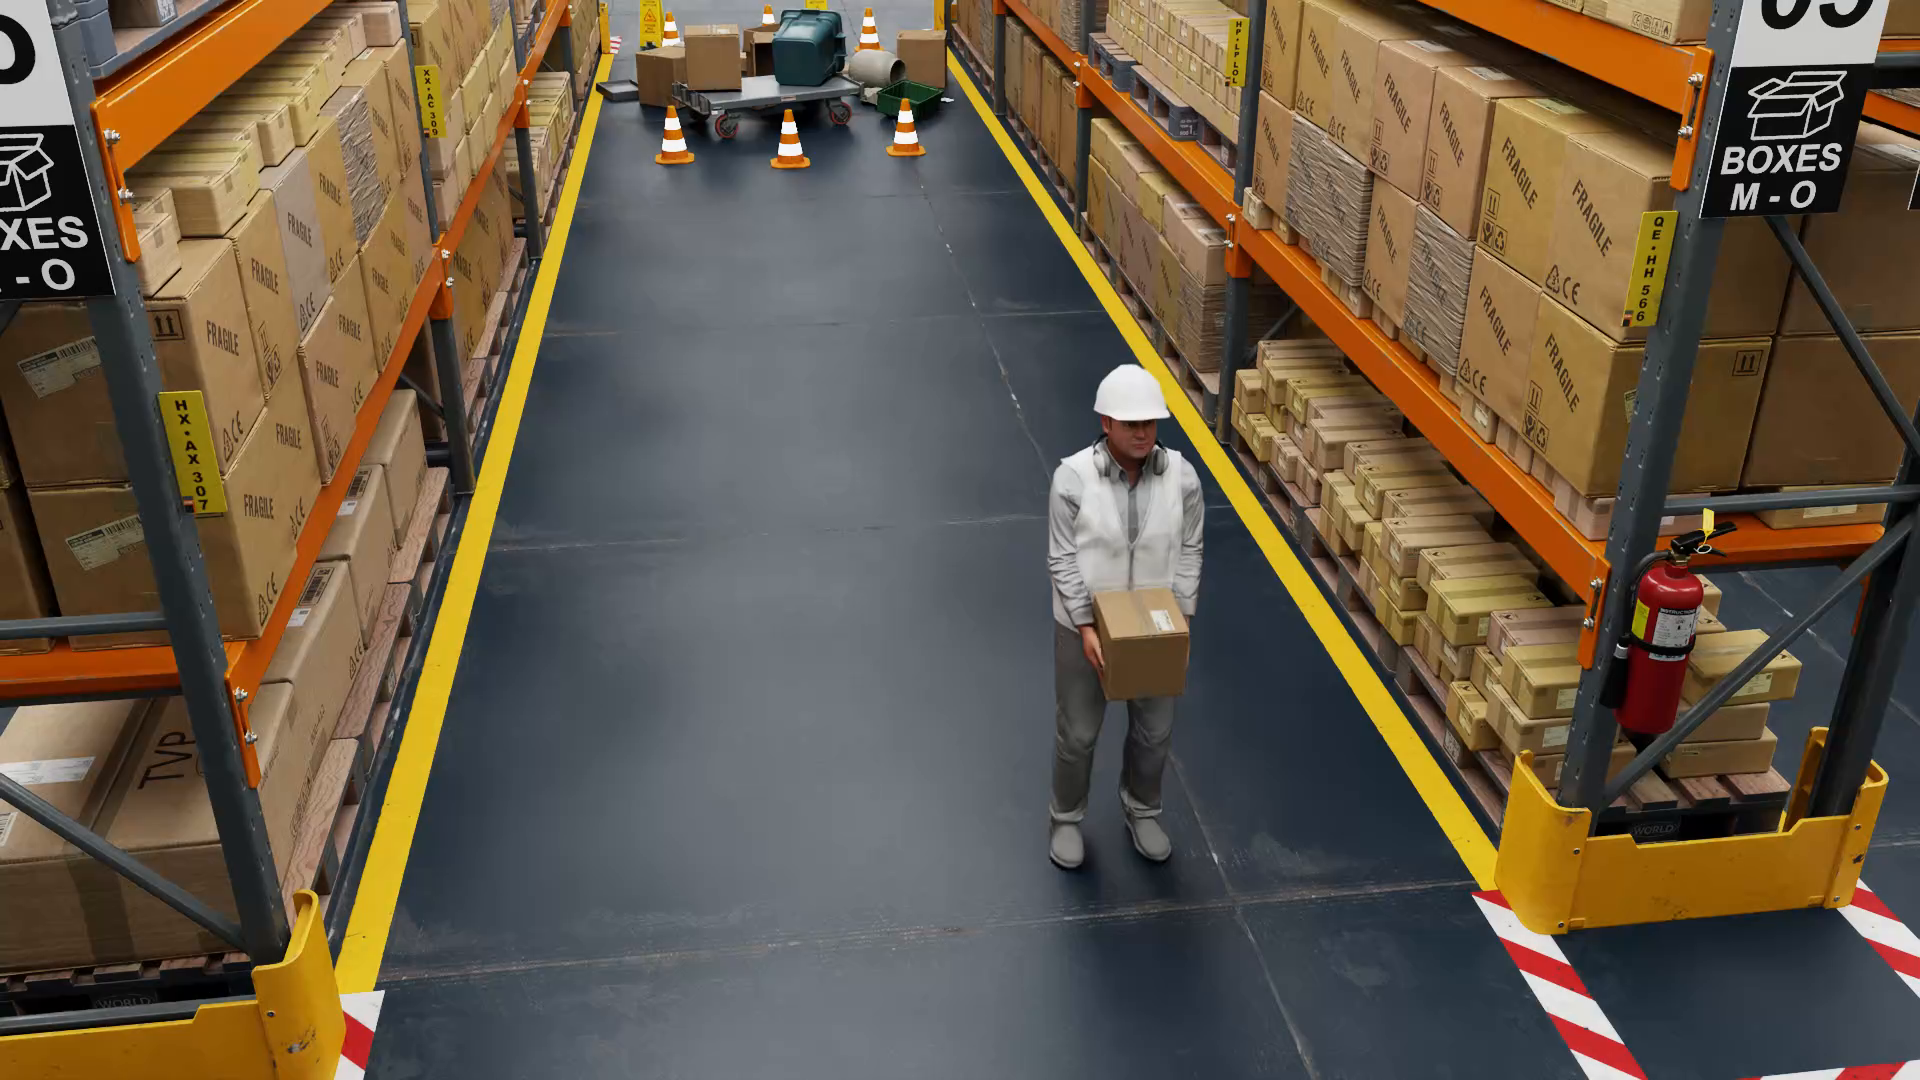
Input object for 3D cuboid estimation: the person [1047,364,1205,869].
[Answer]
[{"bbox_3d":[0.547,0.298,5.499,0.528,1.777,0.529,-4,27,-7],"label":"person"}]
